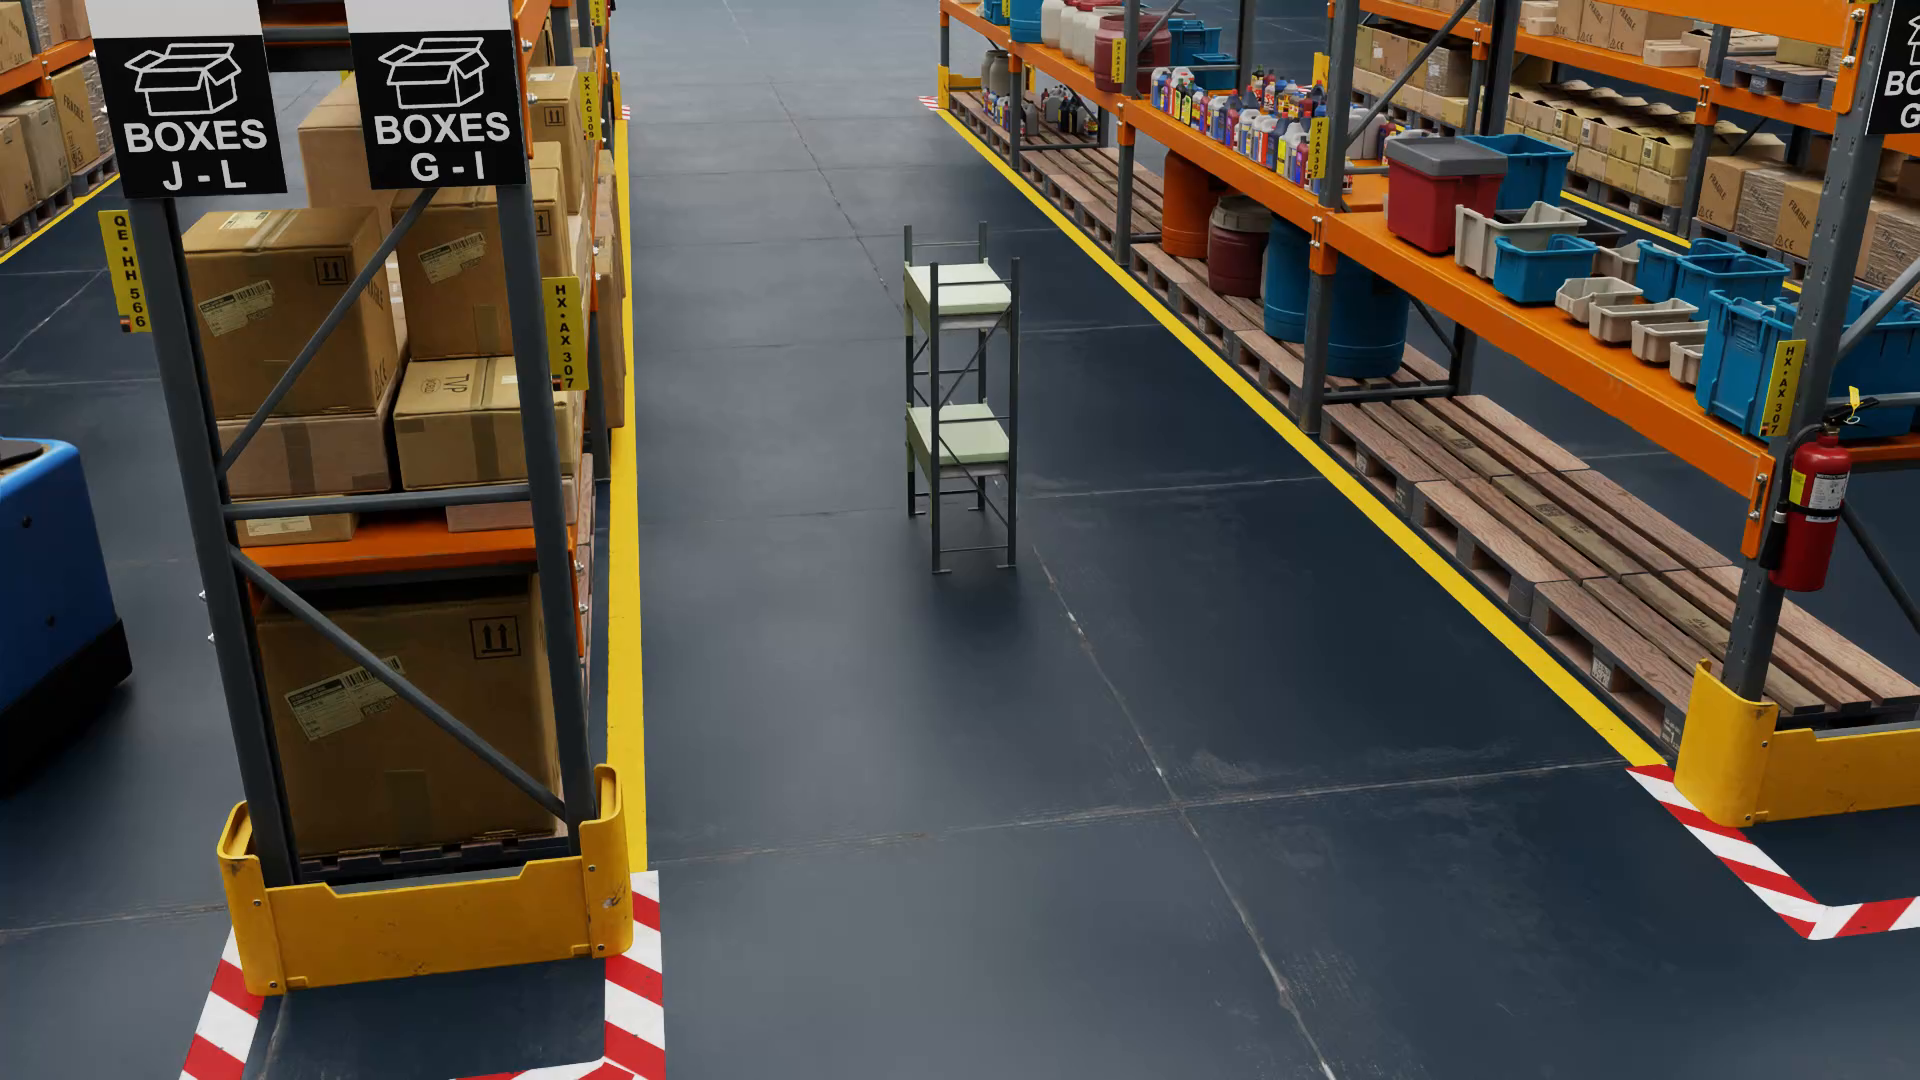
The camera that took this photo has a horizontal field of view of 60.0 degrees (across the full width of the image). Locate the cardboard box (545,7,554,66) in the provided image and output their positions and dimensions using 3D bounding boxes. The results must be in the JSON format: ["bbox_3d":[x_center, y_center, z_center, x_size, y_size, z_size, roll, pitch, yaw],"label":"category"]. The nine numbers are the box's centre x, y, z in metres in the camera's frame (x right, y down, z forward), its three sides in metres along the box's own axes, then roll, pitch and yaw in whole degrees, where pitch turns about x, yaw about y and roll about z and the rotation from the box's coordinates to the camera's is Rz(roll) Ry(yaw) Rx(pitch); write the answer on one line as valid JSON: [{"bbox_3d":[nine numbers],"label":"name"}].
[{"bbox_3d":[-2.625,-2.700,9.306,0.797,0.503,0.637,-4,24,-9],"label":"cardboard box"}]

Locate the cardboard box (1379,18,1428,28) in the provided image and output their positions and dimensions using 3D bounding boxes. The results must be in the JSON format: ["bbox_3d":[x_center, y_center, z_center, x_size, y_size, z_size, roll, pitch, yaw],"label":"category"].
[{"bbox_3d":[5.525,-6.212,20.699,0.500,0.500,0.500,-4,24,-10],"label":"cardboard box"}]

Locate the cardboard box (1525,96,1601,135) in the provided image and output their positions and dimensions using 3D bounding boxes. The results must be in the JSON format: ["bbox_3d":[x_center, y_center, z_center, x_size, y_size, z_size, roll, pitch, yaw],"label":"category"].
[{"bbox_3d":[5.889,-4.159,16.235,0.500,0.311,0.500,-5,24,-11],"label":"cardboard box"}]

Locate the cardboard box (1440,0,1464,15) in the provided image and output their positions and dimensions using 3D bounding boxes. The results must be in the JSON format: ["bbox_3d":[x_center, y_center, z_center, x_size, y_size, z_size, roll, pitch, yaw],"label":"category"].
[{"bbox_3d":[5.681,-5.978,18.065,0.700,0.500,0.500,-5,24,-10],"label":"cardboard box"}]

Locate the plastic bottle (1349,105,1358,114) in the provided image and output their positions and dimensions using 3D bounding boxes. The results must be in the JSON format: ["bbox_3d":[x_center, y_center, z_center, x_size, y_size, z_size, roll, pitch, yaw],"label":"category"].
[{"bbox_3d":[2.564,-2.694,10.831,0.097,0.271,0.097,0,24,0],"label":"plastic bottle"}]

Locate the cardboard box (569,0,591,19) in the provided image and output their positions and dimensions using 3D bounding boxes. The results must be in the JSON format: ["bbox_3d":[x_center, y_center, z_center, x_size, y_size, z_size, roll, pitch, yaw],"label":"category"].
[{"bbox_3d":[-3.452,-4.384,13.887,0.797,0.503,0.637,-2,24,-4],"label":"cardboard box"}]

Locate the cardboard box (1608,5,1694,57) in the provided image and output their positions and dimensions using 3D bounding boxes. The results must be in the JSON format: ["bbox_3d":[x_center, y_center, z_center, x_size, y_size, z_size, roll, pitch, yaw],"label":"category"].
[{"bbox_3d":[6.286,-4.683,15.099,0.500,0.500,0.500,-6,24,-13],"label":"cardboard box"}]

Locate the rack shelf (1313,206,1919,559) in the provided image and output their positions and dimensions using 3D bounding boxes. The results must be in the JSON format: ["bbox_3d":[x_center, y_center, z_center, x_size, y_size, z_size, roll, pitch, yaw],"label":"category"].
[{"bbox_3d":[2.854,-0.923,7.515,1.077,0.370,4.000,-4,24,-10],"label":"rack shelf"}]

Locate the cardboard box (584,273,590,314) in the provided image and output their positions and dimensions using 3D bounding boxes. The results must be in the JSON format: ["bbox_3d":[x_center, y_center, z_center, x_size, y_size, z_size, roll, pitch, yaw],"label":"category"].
[{"bbox_3d":[-1.815,-1.057,7.237,0.380,0.149,0.250,-4,24,-9],"label":"cardboard box"}]

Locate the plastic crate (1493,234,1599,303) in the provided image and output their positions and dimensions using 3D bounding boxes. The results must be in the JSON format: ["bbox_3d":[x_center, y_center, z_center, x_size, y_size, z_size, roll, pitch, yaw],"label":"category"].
[{"bbox_3d":[2.592,-1.206,7.397,0.416,0.233,0.300,-4,24,-10],"label":"plastic crate"}]

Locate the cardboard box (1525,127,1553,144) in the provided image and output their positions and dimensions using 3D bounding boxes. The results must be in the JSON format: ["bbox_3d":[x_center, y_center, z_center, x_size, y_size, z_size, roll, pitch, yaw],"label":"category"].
[{"bbox_3d":[5.896,-3.902,16.347,0.500,0.250,0.500,-5,24,-11],"label":"cardboard box"}]

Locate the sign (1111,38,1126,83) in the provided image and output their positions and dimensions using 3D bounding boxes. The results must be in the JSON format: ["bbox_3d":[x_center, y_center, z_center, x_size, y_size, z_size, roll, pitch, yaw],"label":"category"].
[{"bbox_3d":[1.205,-3.644,12.642,0.100,0.325,0.005,-4,24,-10],"label":"sign"}]

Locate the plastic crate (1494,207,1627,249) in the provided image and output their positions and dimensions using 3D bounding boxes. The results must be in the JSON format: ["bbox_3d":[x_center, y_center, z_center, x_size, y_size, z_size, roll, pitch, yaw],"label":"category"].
[{"bbox_3d":[2.955,-1.521,8.253,0.437,0.125,0.590,-4,24,-10],"label":"plastic crate"}]

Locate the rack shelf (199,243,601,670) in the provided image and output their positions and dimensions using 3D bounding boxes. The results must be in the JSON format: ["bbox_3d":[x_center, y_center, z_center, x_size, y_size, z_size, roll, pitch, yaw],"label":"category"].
[{"bbox_3d":[-2.014,-0.557,6.676,1.077,0.370,4.000,-4,24,-10],"label":"rack shelf"}]

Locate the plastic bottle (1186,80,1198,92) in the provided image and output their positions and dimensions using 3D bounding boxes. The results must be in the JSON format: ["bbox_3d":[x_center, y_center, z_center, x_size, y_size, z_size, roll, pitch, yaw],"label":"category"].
[{"bbox_3d":[1.646,-3.135,11.840,0.097,0.271,0.097,0,24,0],"label":"plastic bottle"}]

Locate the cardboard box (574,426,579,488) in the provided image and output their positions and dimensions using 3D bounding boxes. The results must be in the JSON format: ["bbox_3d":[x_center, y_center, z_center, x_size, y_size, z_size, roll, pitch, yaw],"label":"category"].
[{"bbox_3d":[-1.434,-0.249,5.387,0.380,0.149,0.250,-5,24,-11],"label":"cardboard box"}]

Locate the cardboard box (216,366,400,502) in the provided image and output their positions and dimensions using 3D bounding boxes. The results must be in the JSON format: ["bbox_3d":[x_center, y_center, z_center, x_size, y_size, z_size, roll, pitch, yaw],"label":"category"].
[{"bbox_3d":[-1.995,-0.338,5.092,0.500,0.250,0.500,-5,24,-11],"label":"cardboard box"}]

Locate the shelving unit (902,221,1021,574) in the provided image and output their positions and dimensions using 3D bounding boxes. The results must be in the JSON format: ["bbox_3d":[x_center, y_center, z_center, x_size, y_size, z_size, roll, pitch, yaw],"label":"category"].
[{"bbox_3d":[-0.001,-0.690,7.956,0.431,1.500,0.755,-4,24,-10],"label":"shelving unit"}]

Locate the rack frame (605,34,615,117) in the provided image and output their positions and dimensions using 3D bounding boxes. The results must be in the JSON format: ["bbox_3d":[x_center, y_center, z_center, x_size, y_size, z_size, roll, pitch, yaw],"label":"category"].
[{"bbox_3d":[-4.603,-6.393,19.140,1.000,3.000,0.127,-4,24,-10],"label":"rack frame"}]

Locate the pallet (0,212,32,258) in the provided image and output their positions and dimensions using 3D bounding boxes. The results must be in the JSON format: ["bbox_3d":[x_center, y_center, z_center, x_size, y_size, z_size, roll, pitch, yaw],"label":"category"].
[{"bbox_3d":[-8.310,-2.436,13.563,1.003,0.211,1.213,-4,24,-10],"label":"pallet"}]

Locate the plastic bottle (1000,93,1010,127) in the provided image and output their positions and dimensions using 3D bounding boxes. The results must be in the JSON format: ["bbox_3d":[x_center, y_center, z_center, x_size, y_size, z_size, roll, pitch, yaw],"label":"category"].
[{"bbox_3d":[0.507,-4.608,17.814,0.144,0.351,0.185,-4,24,-10],"label":"plastic bottle"}]

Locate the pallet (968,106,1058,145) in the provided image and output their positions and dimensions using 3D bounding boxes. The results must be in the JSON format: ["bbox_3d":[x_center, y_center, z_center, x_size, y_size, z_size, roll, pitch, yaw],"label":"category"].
[{"bbox_3d":[0.692,-4.657,18.648,1.003,0.211,1.213,-4,24,-10],"label":"pallet"}]

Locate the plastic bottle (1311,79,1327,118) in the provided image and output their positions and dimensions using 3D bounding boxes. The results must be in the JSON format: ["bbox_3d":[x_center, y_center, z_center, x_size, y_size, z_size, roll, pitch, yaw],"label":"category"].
[{"bbox_3d":[2.438,-2.948,11.313,0.144,0.351,0.185,-4,24,-10],"label":"plastic bottle"}]

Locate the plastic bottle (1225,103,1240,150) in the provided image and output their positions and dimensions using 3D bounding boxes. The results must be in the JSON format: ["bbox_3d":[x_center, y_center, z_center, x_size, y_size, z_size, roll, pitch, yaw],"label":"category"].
[{"bbox_3d":[1.777,-2.691,10.810,0.061,0.283,0.133,-4,24,-10],"label":"plastic bottle"}]

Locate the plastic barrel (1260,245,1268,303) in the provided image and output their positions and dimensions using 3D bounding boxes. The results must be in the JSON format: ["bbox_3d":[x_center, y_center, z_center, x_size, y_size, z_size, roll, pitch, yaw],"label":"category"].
[{"bbox_3d":[2.252,-1.814,11.240,0.421,0.512,0.421,0,24,0],"label":"plastic barrel"}]

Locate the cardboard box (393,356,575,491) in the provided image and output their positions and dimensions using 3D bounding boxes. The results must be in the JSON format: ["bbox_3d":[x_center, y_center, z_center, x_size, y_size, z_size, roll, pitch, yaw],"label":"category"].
[{"bbox_3d":[-1.468,-0.376,5.179,0.500,0.250,0.500,-5,24,-11],"label":"cardboard box"}]

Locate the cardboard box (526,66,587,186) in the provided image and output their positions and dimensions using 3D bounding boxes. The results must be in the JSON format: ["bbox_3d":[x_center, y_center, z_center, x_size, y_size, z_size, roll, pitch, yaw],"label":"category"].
[{"bbox_3d":[-2.036,-1.923,7.785,0.500,0.500,0.500,-4,24,-8],"label":"cardboard box"}]

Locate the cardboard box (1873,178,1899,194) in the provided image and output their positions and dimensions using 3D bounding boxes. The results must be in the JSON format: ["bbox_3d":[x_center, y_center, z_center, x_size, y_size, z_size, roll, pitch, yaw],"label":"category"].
[{"bbox_3d":[7.112,-2.480,12.754,0.500,0.500,0.500,-5,24,-12],"label":"cardboard box"}]

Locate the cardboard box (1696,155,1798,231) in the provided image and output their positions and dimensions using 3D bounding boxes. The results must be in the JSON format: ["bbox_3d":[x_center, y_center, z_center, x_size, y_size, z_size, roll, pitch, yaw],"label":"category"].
[{"bbox_3d":[6.416,-2.834,13.564,0.500,0.500,0.500,-3,24,-7],"label":"cardboard box"}]

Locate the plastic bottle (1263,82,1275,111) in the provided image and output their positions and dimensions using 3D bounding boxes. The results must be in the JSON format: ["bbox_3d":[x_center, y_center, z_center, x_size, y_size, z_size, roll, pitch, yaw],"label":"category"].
[{"bbox_3d":[2.284,-3.257,12.207,0.097,0.201,0.097,0,24,0],"label":"plastic bottle"}]

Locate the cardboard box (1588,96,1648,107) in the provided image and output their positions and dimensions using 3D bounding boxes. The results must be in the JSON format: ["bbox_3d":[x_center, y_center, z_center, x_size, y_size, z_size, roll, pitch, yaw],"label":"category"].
[{"bbox_3d":[6.422,-4.202,16.334,0.500,0.311,0.500,-4,24,-10],"label":"cardboard box"}]

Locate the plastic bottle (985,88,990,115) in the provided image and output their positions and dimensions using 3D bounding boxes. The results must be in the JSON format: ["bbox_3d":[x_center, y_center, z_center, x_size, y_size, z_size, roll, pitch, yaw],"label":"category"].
[{"bbox_3d":[0.318,-4.890,18.542,0.061,0.283,0.133,-4,24,-9],"label":"plastic bottle"}]

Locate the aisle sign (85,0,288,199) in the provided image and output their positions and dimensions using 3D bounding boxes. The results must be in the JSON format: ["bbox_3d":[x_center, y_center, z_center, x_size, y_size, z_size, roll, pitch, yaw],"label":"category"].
[{"bbox_3d":[-1.926,-1.240,4.094,0.394,0.787,0.004,-4,24,-10],"label":"aisle sign"}]

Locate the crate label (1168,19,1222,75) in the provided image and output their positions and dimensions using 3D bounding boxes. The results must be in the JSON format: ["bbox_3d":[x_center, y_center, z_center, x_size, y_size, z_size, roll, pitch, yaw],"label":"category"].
[{"bbox_3d":[1.826,-4.040,13.708,0.502,0.435,0.616,-4,24,-10],"label":"crate label"}]

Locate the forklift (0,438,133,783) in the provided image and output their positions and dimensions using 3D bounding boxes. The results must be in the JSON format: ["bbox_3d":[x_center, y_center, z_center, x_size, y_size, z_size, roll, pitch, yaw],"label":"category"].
[{"bbox_3d":[-4.950,-0.621,6.011,3.031,2.935,1.130,2,24,6],"label":"forklift"}]

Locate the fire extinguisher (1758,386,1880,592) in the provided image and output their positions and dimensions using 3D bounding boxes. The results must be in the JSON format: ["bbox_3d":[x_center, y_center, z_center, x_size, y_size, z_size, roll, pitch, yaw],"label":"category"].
[{"bbox_3d":[2.805,-0.167,5.447,0.296,0.674,0.183,-4,24,-10],"label":"fire extinguisher"}]

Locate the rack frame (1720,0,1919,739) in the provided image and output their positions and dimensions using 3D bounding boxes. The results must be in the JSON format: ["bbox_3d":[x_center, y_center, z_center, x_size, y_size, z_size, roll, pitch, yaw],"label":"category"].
[{"bbox_3d":[3.223,-0.466,5.570,1.000,3.000,0.127,-4,24,-10],"label":"rack frame"}]

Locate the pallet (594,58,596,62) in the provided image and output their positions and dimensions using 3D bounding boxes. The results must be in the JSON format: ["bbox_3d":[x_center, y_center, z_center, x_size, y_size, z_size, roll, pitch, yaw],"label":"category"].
[{"bbox_3d":[-3.530,-3.934,13.750,1.003,0.211,1.213,-4,24,-10],"label":"pallet"}]

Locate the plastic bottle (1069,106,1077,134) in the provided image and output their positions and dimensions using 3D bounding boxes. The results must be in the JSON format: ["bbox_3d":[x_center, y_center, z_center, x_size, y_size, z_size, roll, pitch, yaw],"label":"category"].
[{"bbox_3d":[1.185,-4.418,17.462,0.061,0.283,0.133,-4,24,-10],"label":"plastic bottle"}]

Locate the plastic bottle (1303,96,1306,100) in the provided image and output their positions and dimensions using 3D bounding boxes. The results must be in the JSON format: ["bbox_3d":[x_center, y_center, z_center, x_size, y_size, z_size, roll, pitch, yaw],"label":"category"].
[{"bbox_3d":[2.410,-2.989,11.594,0.097,0.201,0.097,0,24,0],"label":"plastic bottle"}]

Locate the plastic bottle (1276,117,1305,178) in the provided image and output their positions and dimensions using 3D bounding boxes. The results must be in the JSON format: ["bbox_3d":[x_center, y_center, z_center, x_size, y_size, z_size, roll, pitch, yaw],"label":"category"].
[{"bbox_3d":[1.992,-2.354,9.954,0.144,0.351,0.185,-4,24,-10],"label":"plastic bottle"}]

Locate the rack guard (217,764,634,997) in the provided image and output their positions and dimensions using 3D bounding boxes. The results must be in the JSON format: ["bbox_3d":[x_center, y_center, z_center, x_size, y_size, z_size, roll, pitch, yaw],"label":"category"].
[{"bbox_3d":[-1.640,1.055,5.209,1.175,0.500,0.348,-4,24,-10],"label":"rack guard"}]

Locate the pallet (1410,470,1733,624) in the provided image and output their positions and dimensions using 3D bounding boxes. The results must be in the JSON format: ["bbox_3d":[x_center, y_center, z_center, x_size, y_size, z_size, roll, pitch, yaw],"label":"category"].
[{"bbox_3d":[2.887,0.006,7.974,1.003,0.211,1.213,-4,24,-10],"label":"pallet"}]

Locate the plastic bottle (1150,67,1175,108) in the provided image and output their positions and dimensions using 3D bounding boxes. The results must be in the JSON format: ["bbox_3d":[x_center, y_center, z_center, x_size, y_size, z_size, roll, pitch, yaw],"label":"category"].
[{"bbox_3d":[1.506,-3.362,12.355,0.152,0.276,0.135,-4,24,-10],"label":"plastic bottle"}]

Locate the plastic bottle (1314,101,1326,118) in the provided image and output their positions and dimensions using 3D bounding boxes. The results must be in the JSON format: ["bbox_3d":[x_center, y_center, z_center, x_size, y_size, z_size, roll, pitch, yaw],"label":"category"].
[{"bbox_3d":[2.386,-2.760,10.982,0.097,0.271,0.097,0,24,0],"label":"plastic bottle"}]

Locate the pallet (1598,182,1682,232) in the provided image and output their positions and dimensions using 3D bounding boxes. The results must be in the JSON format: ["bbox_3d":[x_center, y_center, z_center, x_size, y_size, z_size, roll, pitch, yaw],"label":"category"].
[{"bbox_3d":[6.499,-3.027,14.917,1.003,0.211,1.213,-4,24,-10],"label":"pallet"}]

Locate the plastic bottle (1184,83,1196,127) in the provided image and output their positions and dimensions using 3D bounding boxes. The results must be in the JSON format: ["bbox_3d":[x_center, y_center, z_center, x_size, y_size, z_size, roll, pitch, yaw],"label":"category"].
[{"bbox_3d":[1.615,-3.036,11.601,0.061,0.283,0.133,-4,24,-10],"label":"plastic bottle"}]

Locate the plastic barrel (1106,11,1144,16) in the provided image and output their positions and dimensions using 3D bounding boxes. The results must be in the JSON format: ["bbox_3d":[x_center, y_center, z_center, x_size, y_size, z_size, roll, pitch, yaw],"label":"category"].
[{"bbox_3d":[1.344,-4.053,13.642,0.421,0.512,0.421,0,24,0],"label":"plastic barrel"}]

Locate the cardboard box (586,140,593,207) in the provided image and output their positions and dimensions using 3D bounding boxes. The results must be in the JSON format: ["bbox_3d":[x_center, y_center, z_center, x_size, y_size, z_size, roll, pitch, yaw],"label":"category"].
[{"bbox_3d":[-2.317,-2.116,9.222,0.500,0.500,0.500,-4,24,-10],"label":"cardboard box"}]

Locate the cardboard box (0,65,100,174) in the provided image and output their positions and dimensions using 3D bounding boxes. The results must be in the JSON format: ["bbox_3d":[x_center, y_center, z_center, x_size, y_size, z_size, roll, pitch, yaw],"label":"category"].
[{"bbox_3d":[-8.804,-3.964,15.708,0.875,0.875,0.875,-4,24,-9],"label":"cardboard box"}]

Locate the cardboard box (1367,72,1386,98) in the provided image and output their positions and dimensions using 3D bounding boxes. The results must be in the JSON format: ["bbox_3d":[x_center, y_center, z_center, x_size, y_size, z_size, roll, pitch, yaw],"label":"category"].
[{"bbox_3d":[5.202,-5.437,19.861,0.500,0.250,0.500,-4,24,-10],"label":"cardboard box"}]

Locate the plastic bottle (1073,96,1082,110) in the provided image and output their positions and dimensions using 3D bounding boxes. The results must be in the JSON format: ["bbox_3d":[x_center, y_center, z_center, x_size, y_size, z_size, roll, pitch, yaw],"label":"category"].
[{"bbox_3d":[1.263,-4.522,17.616,0.144,0.351,0.185,-4,24,-8],"label":"plastic bottle"}]
